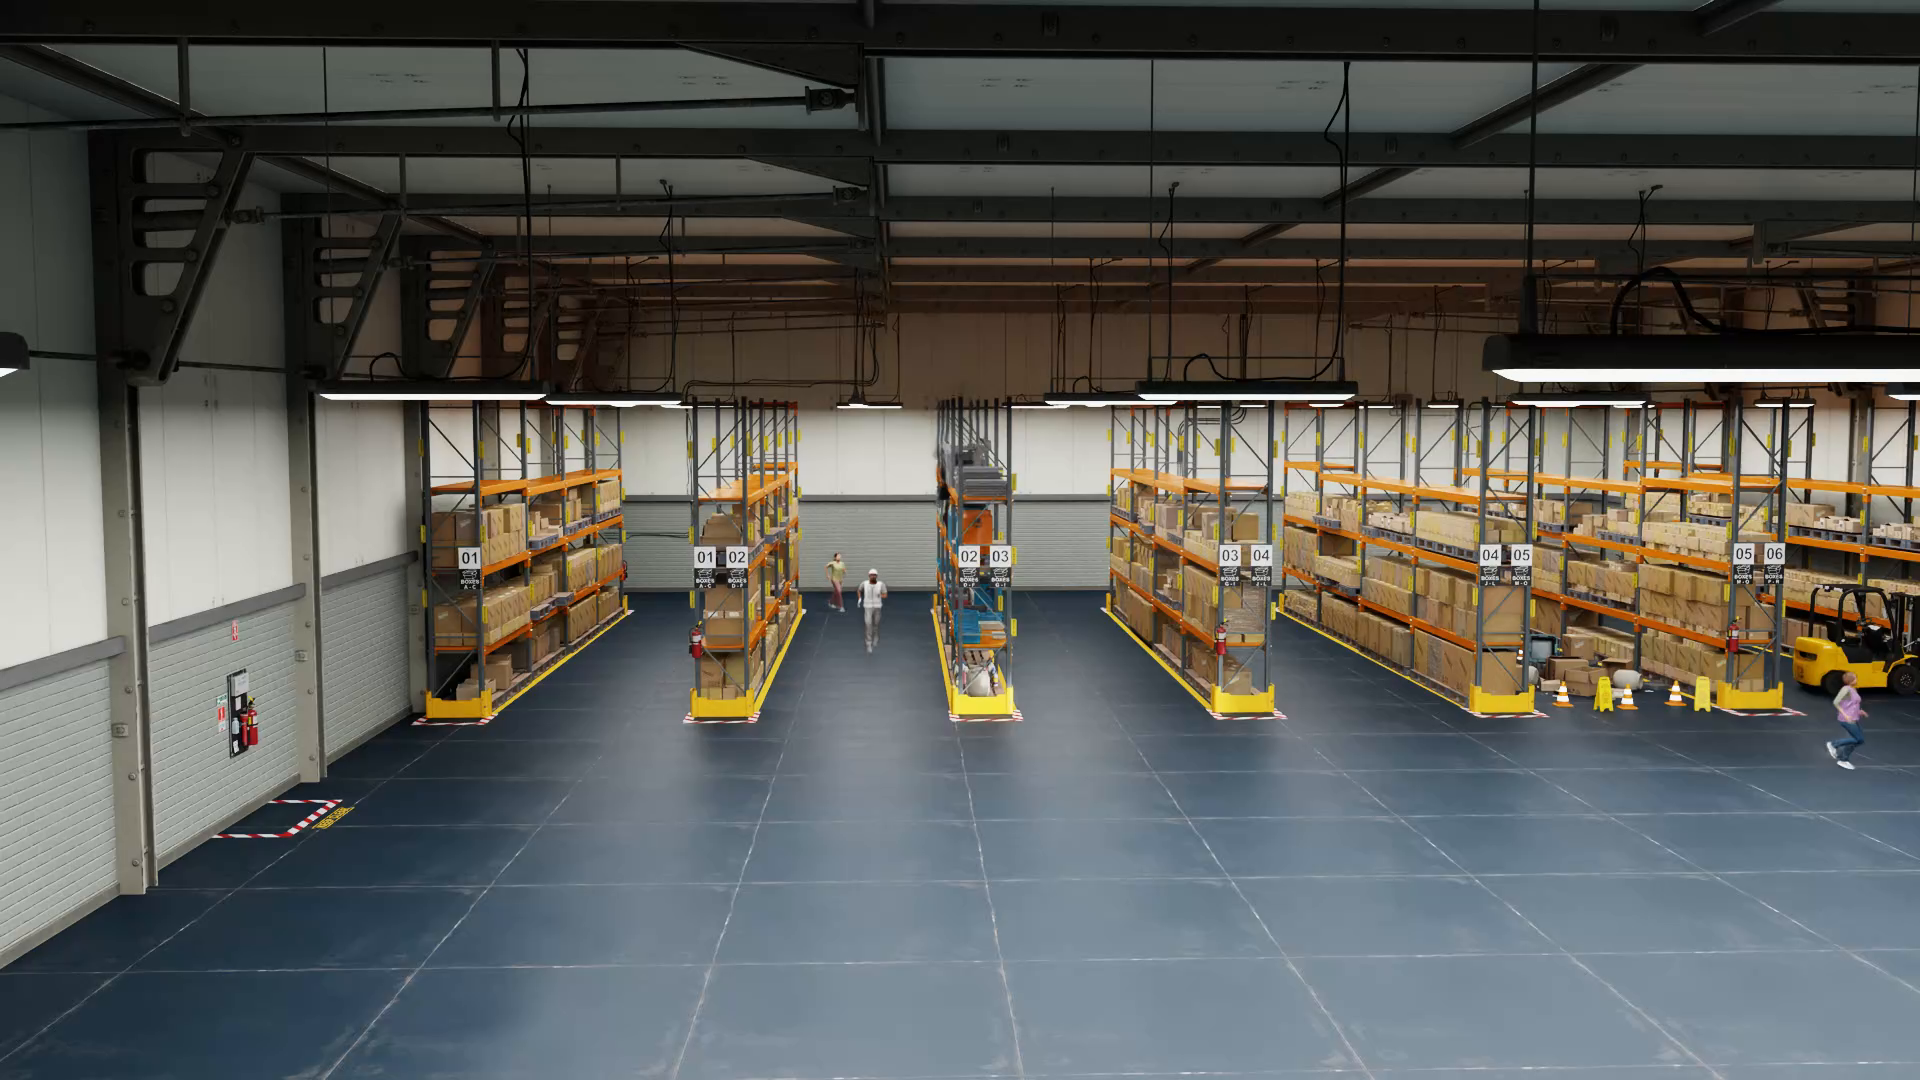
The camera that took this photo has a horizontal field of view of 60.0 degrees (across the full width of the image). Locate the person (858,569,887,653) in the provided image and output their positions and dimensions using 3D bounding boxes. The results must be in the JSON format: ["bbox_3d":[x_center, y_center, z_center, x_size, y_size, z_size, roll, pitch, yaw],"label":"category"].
[{"bbox_3d":[-2.000,1.603,38.101,0.670,1.882,0.766,-1,4,-8],"label":"person"}]

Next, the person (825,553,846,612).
[{"bbox_3d":[-3.526,1.191,47.770,0.587,1.678,0.926,-4,6,-41],"label":"person"}]

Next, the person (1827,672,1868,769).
[{"bbox_3d":[14.283,2.896,26.749,0.541,1.565,0.547,4,6,44],"label":"person"}]
